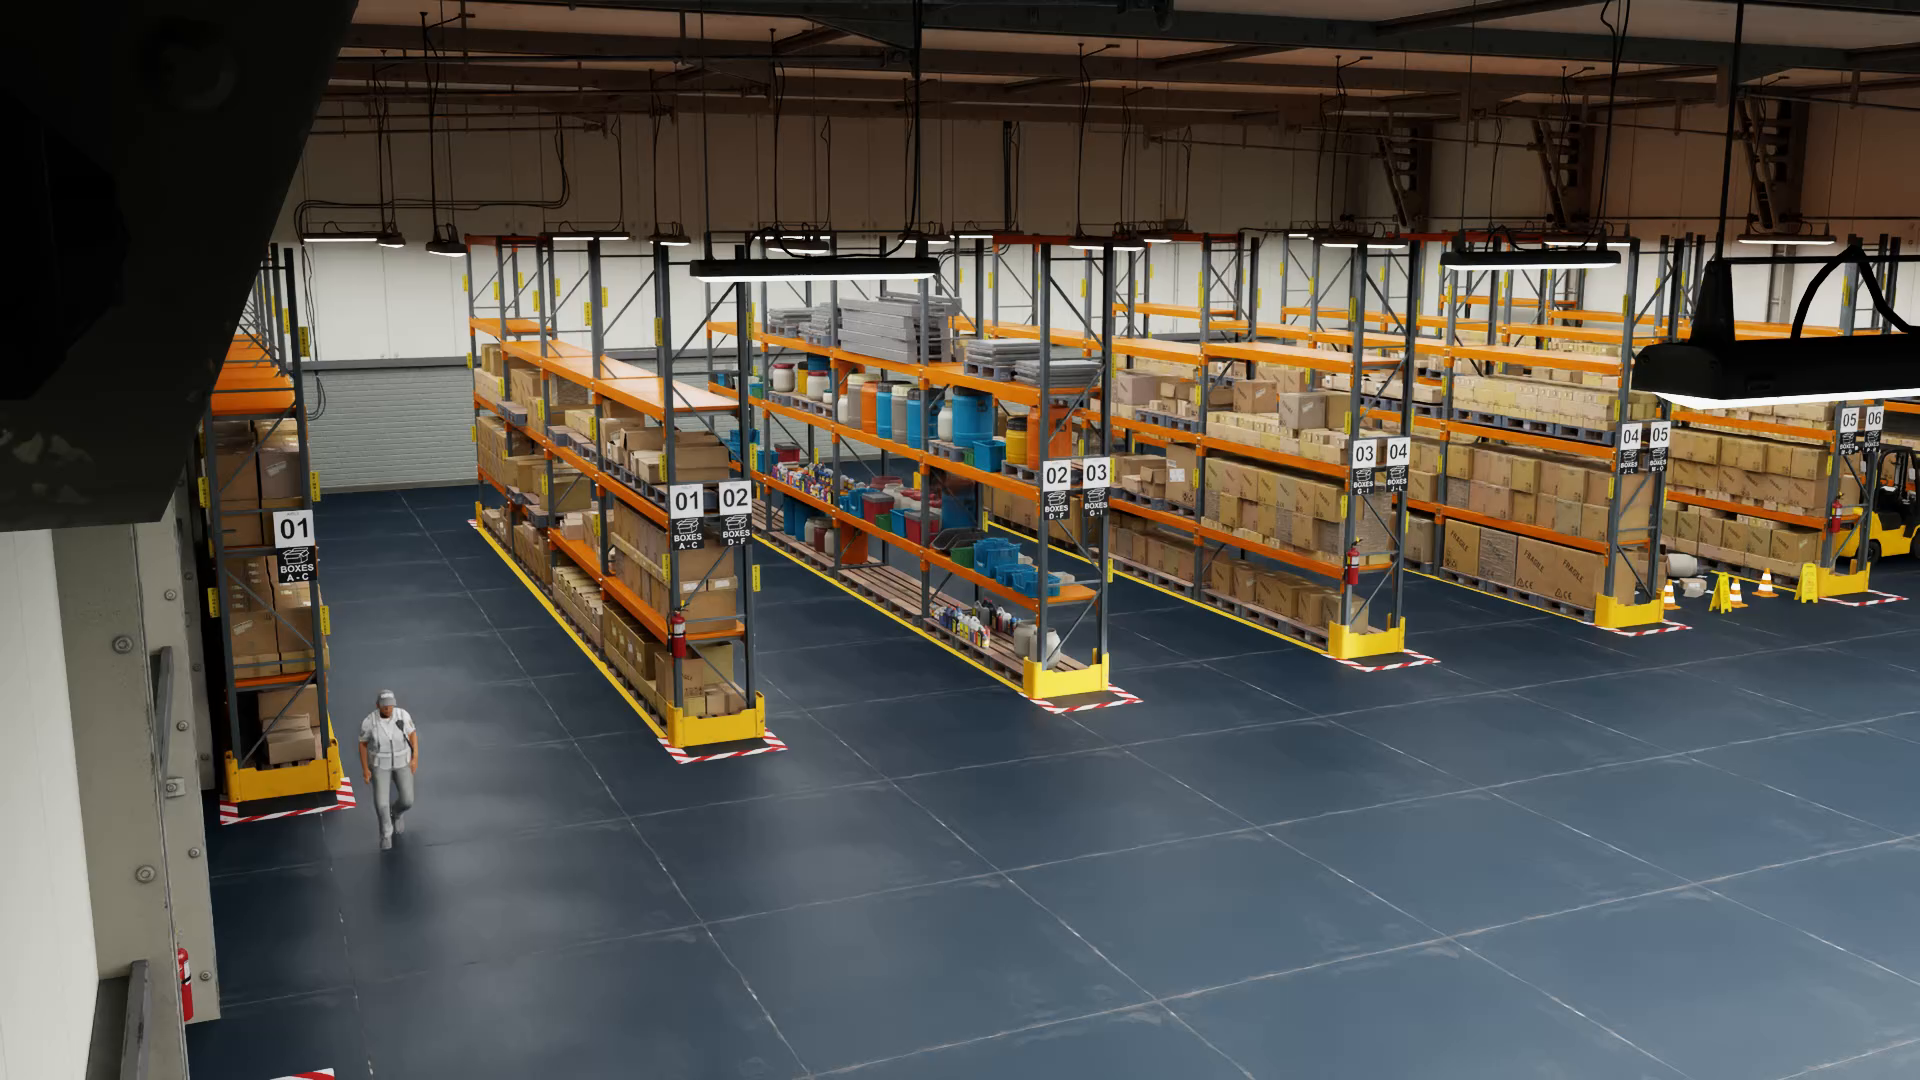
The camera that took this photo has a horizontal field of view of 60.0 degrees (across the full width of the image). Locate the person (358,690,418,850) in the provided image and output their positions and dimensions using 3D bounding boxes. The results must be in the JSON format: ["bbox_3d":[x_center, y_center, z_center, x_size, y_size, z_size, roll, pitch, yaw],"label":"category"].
[{"bbox_3d":[-5.845,2.302,17.027,0.571,1.643,0.592,-5,12,-24],"label":"person"}]

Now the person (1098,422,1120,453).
[{"bbox_3d":[3.775,-2.773,42.730,0.879,1.756,0.565,-5,12,-25],"label":"person"}]

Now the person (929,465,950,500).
[{"bbox_3d":[-0.469,-1.081,34.209,0.565,1.720,0.500,-4,12,-18],"label":"person"}]
